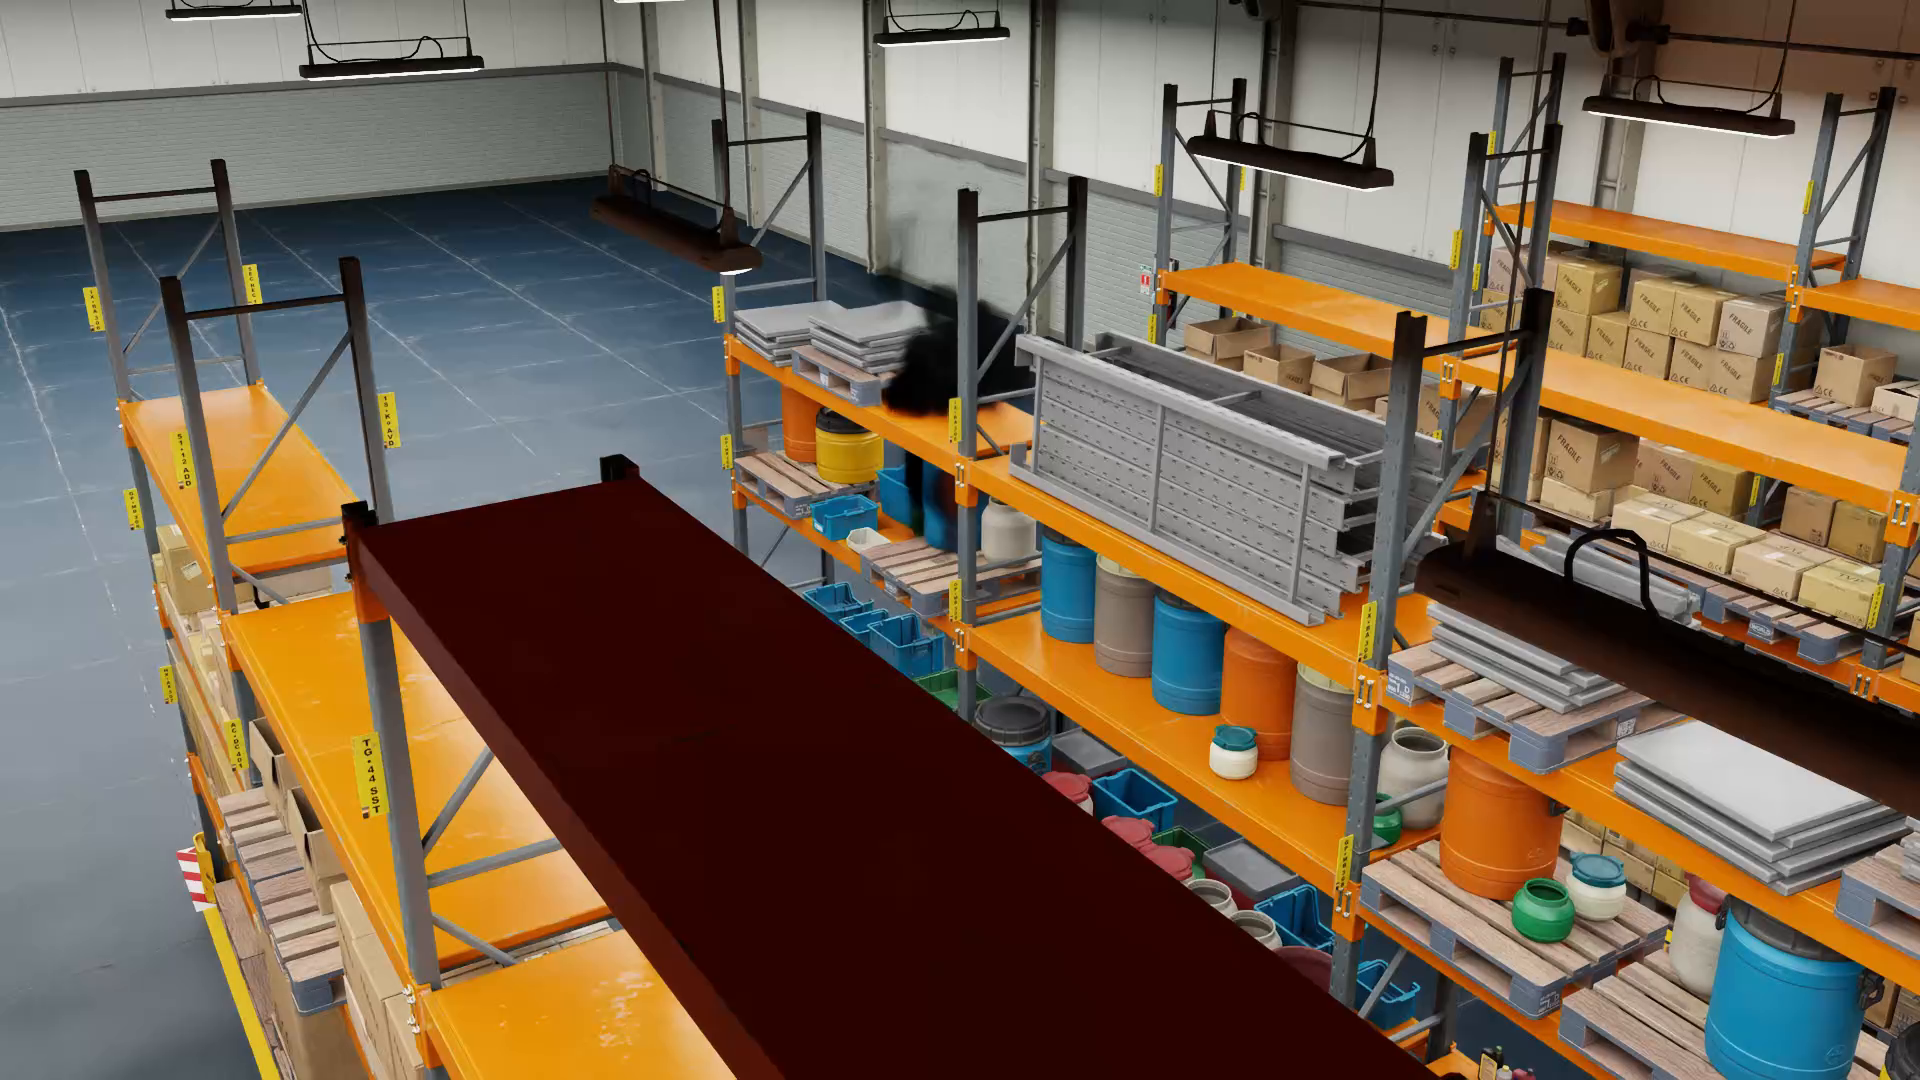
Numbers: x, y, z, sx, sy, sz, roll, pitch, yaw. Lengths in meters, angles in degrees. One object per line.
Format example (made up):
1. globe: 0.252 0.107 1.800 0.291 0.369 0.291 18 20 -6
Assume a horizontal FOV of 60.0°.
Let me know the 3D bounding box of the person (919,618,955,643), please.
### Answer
1. person: -0.159 0.615 16.822 0.710 1.856 0.785 -15 27 -33

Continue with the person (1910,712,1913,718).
1. person: 8.407 1.931 14.205 0.657 1.726 0.949 -19 29 -39
